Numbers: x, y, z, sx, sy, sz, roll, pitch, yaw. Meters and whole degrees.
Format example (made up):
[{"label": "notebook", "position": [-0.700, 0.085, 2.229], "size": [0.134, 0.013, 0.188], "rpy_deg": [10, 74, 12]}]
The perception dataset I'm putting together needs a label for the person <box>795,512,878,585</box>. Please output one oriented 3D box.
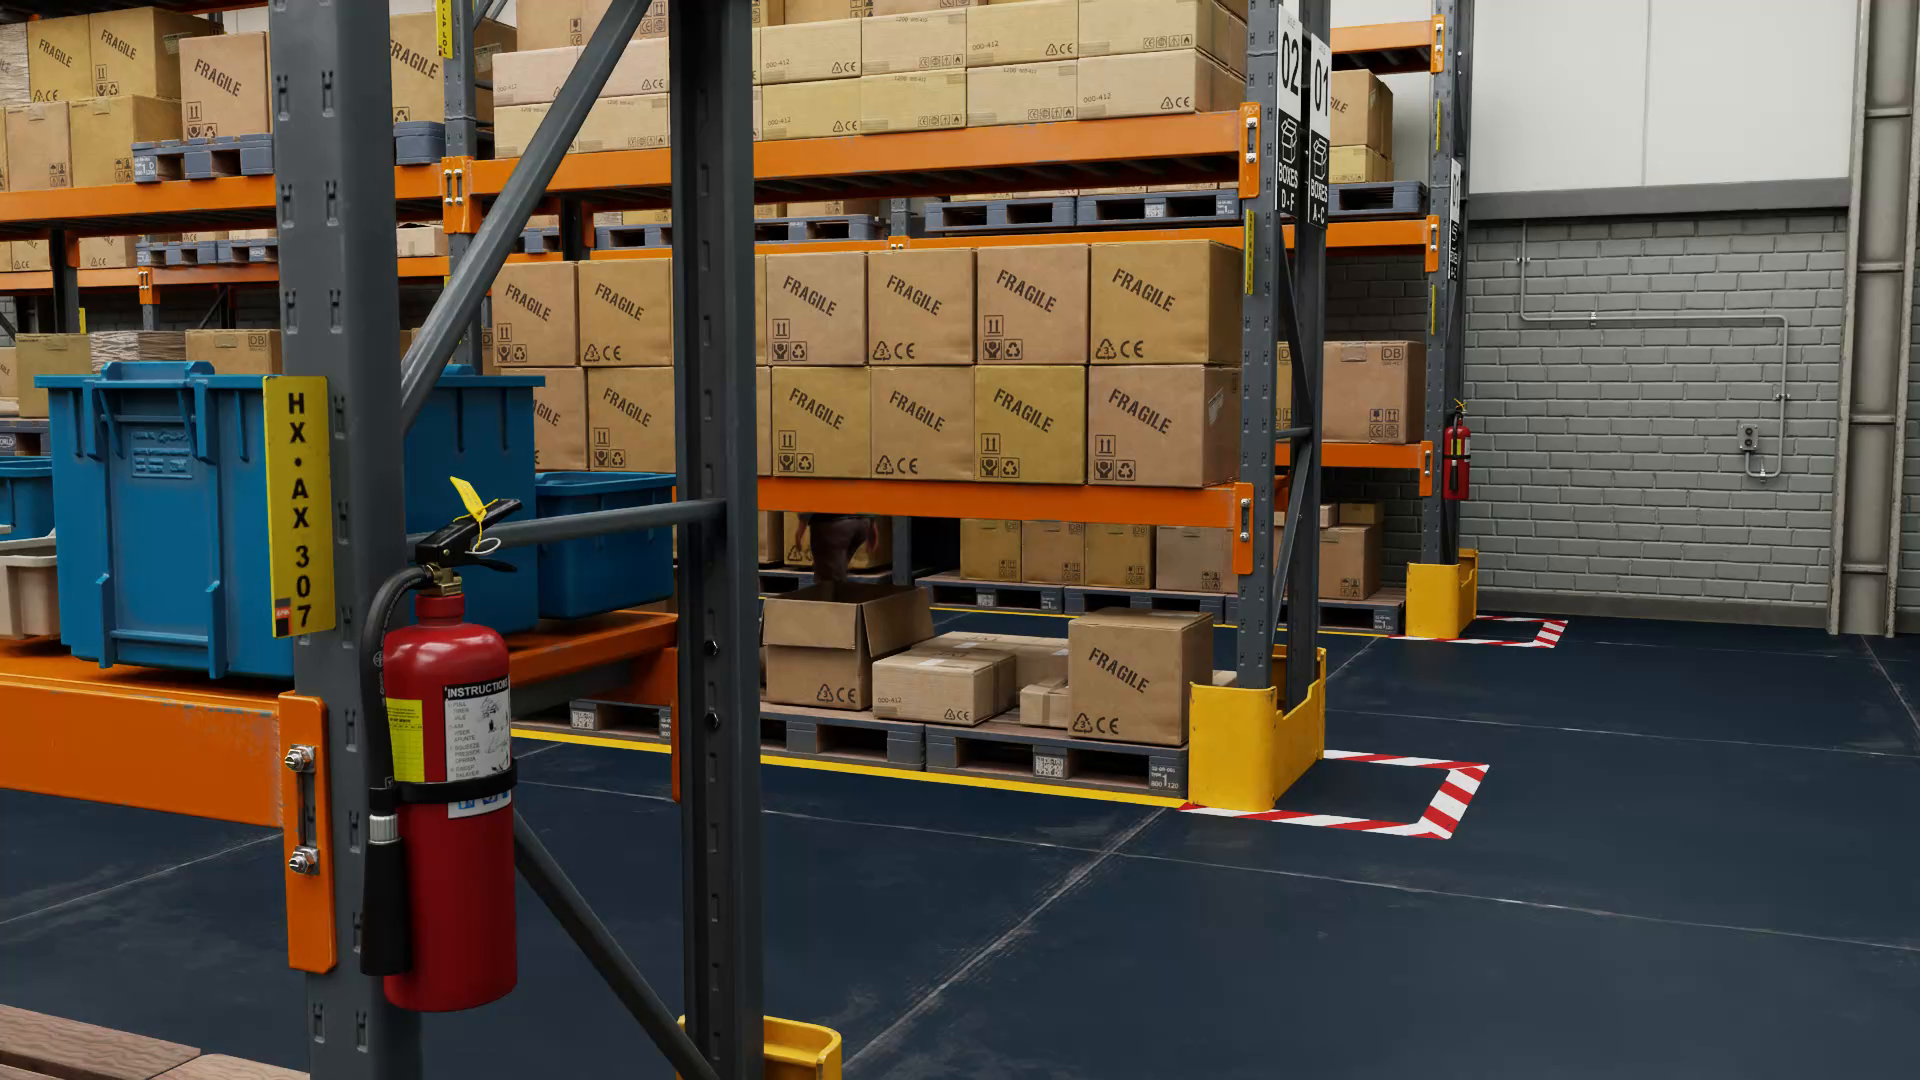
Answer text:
[{"label": "person", "position": [-0.716, -0.086, 10.047], "size": [0.936, 1.691, 0.551], "rpy_deg": [5, 7, 40]}]
